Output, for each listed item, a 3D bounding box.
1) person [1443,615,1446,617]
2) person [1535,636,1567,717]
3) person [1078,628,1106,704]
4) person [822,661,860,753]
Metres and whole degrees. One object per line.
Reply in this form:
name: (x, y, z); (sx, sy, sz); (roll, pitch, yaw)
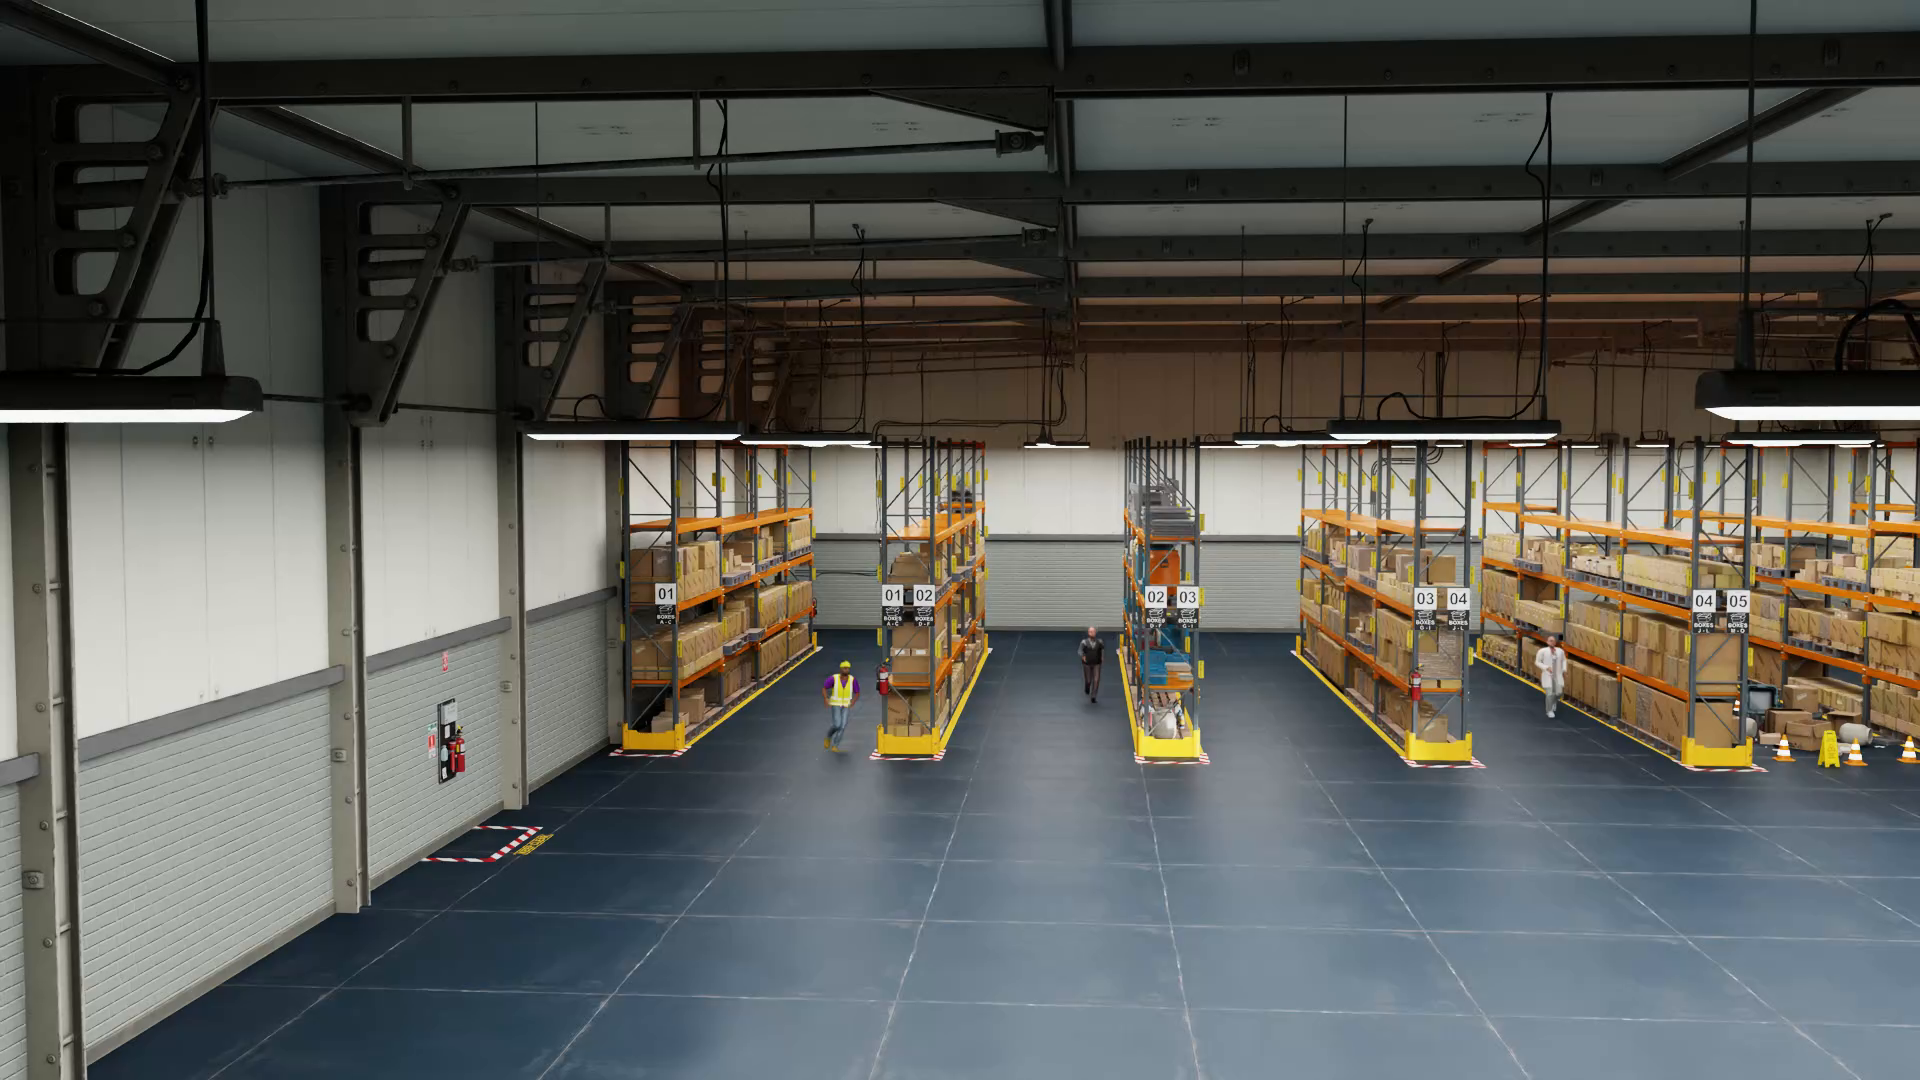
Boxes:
person: (13.172, 2.387, 46.439); (0.791, 1.766, 0.616); (3, 4, 44)
person: (12.755, 2.944, 35.817); (0.707, 1.736, 0.633); (0, 3, 3)
person: (3.022, 2.851, 37.985); (0.662, 1.704, 0.806); (0, 3, -2)
person: (-2.234, 3.179, 31.682); (0.700, 1.723, 0.540); (-1, 3, -20)
